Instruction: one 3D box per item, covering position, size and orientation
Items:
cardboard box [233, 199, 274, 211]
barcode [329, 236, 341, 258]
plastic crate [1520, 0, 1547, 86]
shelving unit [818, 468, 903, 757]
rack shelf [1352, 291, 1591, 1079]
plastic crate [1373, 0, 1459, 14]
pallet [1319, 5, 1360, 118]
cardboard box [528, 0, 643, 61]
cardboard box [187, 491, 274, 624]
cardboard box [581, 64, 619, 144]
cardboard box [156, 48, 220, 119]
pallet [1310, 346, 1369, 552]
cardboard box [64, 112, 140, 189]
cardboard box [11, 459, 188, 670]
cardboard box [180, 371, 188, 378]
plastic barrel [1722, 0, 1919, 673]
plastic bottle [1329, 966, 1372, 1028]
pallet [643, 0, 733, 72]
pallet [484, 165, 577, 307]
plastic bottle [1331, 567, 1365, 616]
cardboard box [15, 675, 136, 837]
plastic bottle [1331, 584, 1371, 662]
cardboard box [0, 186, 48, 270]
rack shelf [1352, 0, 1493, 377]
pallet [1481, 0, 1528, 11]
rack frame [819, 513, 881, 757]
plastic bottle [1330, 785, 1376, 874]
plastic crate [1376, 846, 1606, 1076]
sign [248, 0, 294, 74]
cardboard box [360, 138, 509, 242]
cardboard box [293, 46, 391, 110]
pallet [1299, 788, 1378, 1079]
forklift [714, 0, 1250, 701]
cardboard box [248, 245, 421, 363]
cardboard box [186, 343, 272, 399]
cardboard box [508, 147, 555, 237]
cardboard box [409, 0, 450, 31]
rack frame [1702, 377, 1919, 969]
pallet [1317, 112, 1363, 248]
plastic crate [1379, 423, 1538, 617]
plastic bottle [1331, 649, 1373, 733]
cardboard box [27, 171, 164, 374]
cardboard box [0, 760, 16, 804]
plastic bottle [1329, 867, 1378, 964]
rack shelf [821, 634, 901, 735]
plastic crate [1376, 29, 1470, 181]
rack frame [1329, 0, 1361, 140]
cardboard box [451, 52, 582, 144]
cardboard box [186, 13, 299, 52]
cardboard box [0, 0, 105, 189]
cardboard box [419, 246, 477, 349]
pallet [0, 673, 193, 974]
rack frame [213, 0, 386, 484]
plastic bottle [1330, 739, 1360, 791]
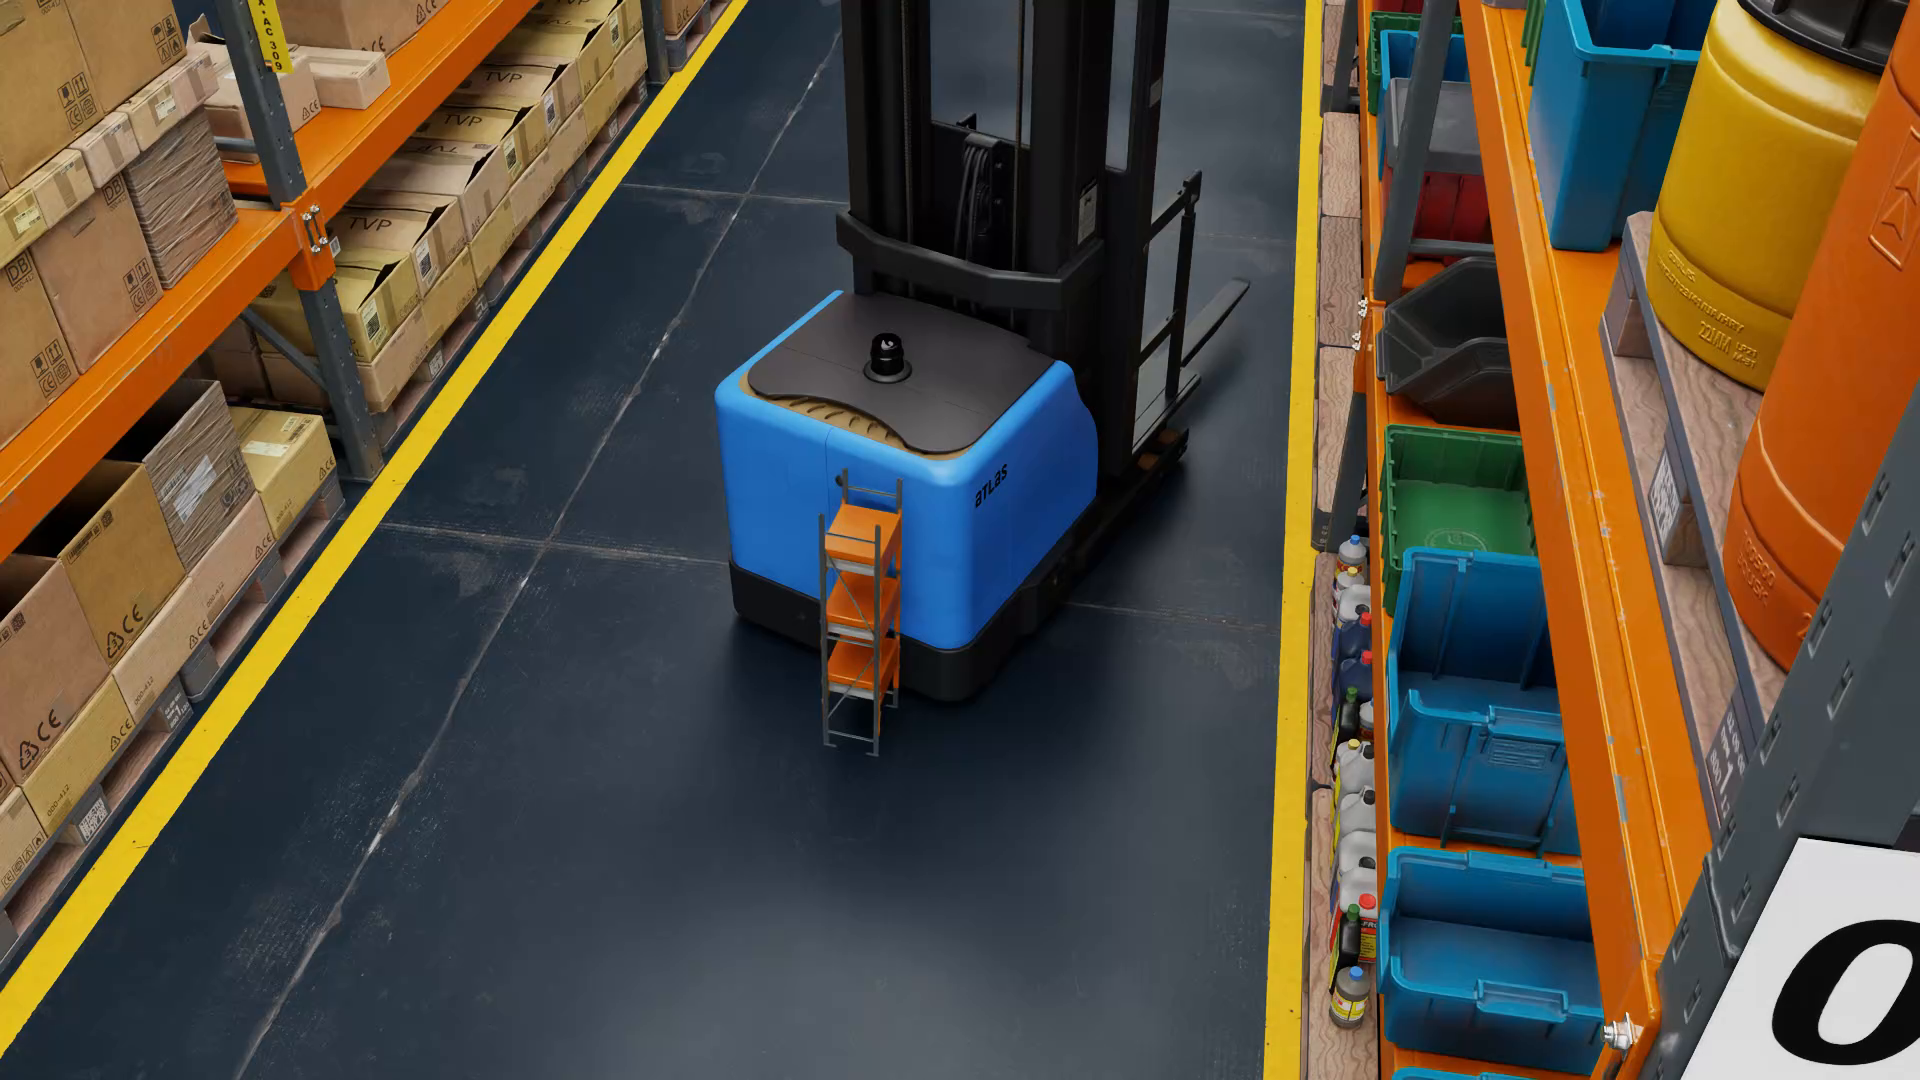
[{"bbox_3d":[-3.095,-1.418,7.500,0.500,0.311,0.500,7,40,9],"label":"cardboard box"},{"bbox_3d":[-2.512,-1.178,6.683,0.001,0.075,0.075,6,40,8],"label":"barcode"},{"bbox_3d":[1.370,-1.053,3.482,0.336,0.188,0.450,6,40,8],"label":"plastic crate"},{"bbox_3d":[-0.333,0.263,5.601,0.215,1.050,0.252,11,41,10],"label":"shelving unit"},{"bbox_3d":[1.565,0.594,4.242,1.077,0.370,4.000,6,40,8],"label":"rack shelf"},{"bbox_3d":[2.023,-2.493,7.361,0.402,0.464,0.583,6,40,8],"label":"plastic crate"},{"bbox_3d":[2.699,-2.874,10.060,1.003,0.211,1.213,6,40,8],"label":"pallet"},{"bbox_3d":[-2.122,-2.960,9.364,0.500,0.311,0.500,7,40,9],"label":"cardboard box"},{"bbox_3d":[-2.928,0.039,6.178,0.500,0.250,0.500,6,40,8],"label":"cardboard box"},{"bbox_3d":[-2.211,-2.419,9.150,0.500,0.250,0.500,6,40,7],"label":"cardboard box"},{"bbox_3d":[-2.803,-1.581,5.721,0.380,0.149,0.250,6,40,8],"label":"cardboard box"},{"bbox_3d":[2.009,-0.361,7.021,1.003,0.211,1.213,6,40,8],"label":"pallet"},{"bbox_3d":[-2.890,-1.262,5.335,0.380,0.149,0.250,5,40,6],"label":"cardboard box"},{"bbox_3d":[-3.012,0.064,5.559,0.500,0.500,0.500,6,40,8],"label":"cardboard box"},{"bbox_3d":[-3.355,-0.622,6.388,0.500,0.500,0.500,6,40,8],"label":"cardboard box"},{"bbox_3d":[1.178,-0.231,1.654,0.600,0.830,0.708,6,40,8],"label":"plastic barrel"},{"bbox_3d":[1.105,1.280,4.699,0.097,0.201,0.097,0,40,0],"label":"plastic bottle"},{"bbox_3d":[-2.108,-3.387,10.681,1.003,0.211,1.213,6,40,8],"label":"pallet"},{"bbox_3d":[-2.669,-1.647,8.576,1.003,0.211,1.213,6,40,8],"label":"pallet"},{"bbox_3d":[1.407,0.186,6.022,0.097,0.201,0.097,0,40,0],"label":"plastic bottle"},{"bbox_3d":[-3.086,0.668,5.416,0.500,0.250,0.500,6,40,8],"label":"cardboard box"},{"bbox_3d":[1.396,0.299,5.826,0.152,0.276,0.135,8,40,9],"label":"plastic bottle"},{"bbox_3d":[-2.980,-0.943,4.949,0.380,0.149,0.250,6,40,7],"label":"cardboard box"},{"bbox_3d":[2.258,-1.917,7.279,1.077,0.370,4.000,6,40,8],"label":"rack shelf"},{"bbox_3d":[1.883,-1.558,4.075,1.213,0.211,1.003,6,40,8],"label":"pallet"},{"bbox_3d":[-0.363,0.339,5.510,0.200,1.050,0.008,11,41,10],"label":"rack frame"},{"bbox_3d":[1.225,0.876,5.071,0.144,0.351,0.185,8,40,10],"label":"plastic bottle"},{"bbox_3d":[1.129,0.875,3.454,0.499,0.251,0.408,6,40,8],"label":"plastic crate"},{"bbox_3d":[-2.420,-1.791,5.821,0.100,0.325,0.005,6,40,8],"label":"sign"},{"bbox_3d":[-2.469,-1.676,7.811,0.500,0.311,0.500,5,40,6],"label":"cardboard box"},{"bbox_3d":[-2.612,-1.924,6.920,0.380,0.149,0.250,6,40,8],"label":"cardboard box"},{"bbox_3d":[1.545,1.321,4.987,1.003,0.211,1.213,6,40,8],"label":"pallet"},{"bbox_3d":[0.320,-1.474,6.232,1.130,2.935,3.031,21,44,23],"label":"forklift"},{"bbox_3d":[-2.650,-1.037,7.039,0.500,0.311,0.500,7,40,8],"label":"cardboard box"},{"bbox_3d":[-3.180,-0.881,7.290,0.500,0.250,0.500,6,40,7],"label":"cardboard box"},{"bbox_3d":[-2.387,-1.780,8.377,0.500,0.250,0.500,7,40,9],"label":"cardboard box"},{"bbox_3d":[-2.640,-2.651,7.524,0.500,0.500,0.500,6,40,8],"label":"cardboard box"},{"bbox_3d":[1.219,-0.740,0.583,1.000,3.000,0.127,6,40,8],"label":"rack frame"},{"bbox_3d":[2.431,-1.892,8.873,1.003,0.211,1.213,6,40,8],"label":"pallet"},{"bbox_3d":[1.399,-0.036,4.606,0.450,0.188,0.662,6,40,8],"label":"plastic crate"},{"bbox_3d":[1.330,0.492,5.534,0.144,0.351,0.185,5,40,6],"label":"plastic bottle"},{"bbox_3d":[-3.122,-0.915,5.424,0.700,0.500,0.500,6,40,7],"label":"cardboard box"},{"bbox_3d":[-3.188,0.691,4.800,0.500,0.500,0.500,6,40,8],"label":"cardboard box"},{"bbox_3d":[1.176,1.096,4.863,0.152,0.276,0.135,7,40,8],"label":"plastic bottle"},{"bbox_3d":[-0.343,0.484,5.787,0.215,0.259,0.240,11,41,10],"label":"rack shelf"},{"bbox_3d":[1.796,-1.659,6.415,0.392,0.384,0.575,6,40,8],"label":"plastic crate"},{"bbox_3d":[2.604,-3.449,8.567,1.000,3.000,0.127,6,40,8],"label":"rack frame"},{"bbox_3d":[-2.296,-2.316,8.586,0.500,0.311,0.500,6,40,7],"label":"cardboard box"},{"bbox_3d":[-2.995,-2.007,6.929,0.396,0.266,0.258,5,40,7],"label":"cardboard box"},{"bbox_3d":[-3.123,-1.429,5.028,0.700,0.500,0.500,6,40,8],"label":"cardboard box"},{"bbox_3d":[-2.563,-1.136,7.598,0.500,0.250,0.500,7,40,9],"label":"cardboard box"},{"bbox_3d":[-3.354,0.850,5.556,1.003,0.211,1.213,6,40,8],"label":"pallet"},{"bbox_3d":[-2.966,-1.487,6.195,1.000,3.000,0.127,6,40,8],"label":"rack frame"},{"bbox_3d":[1.258,0.725,5.370,0.097,0.201,0.097,0,40,0],"label":"plastic bottle"}]
